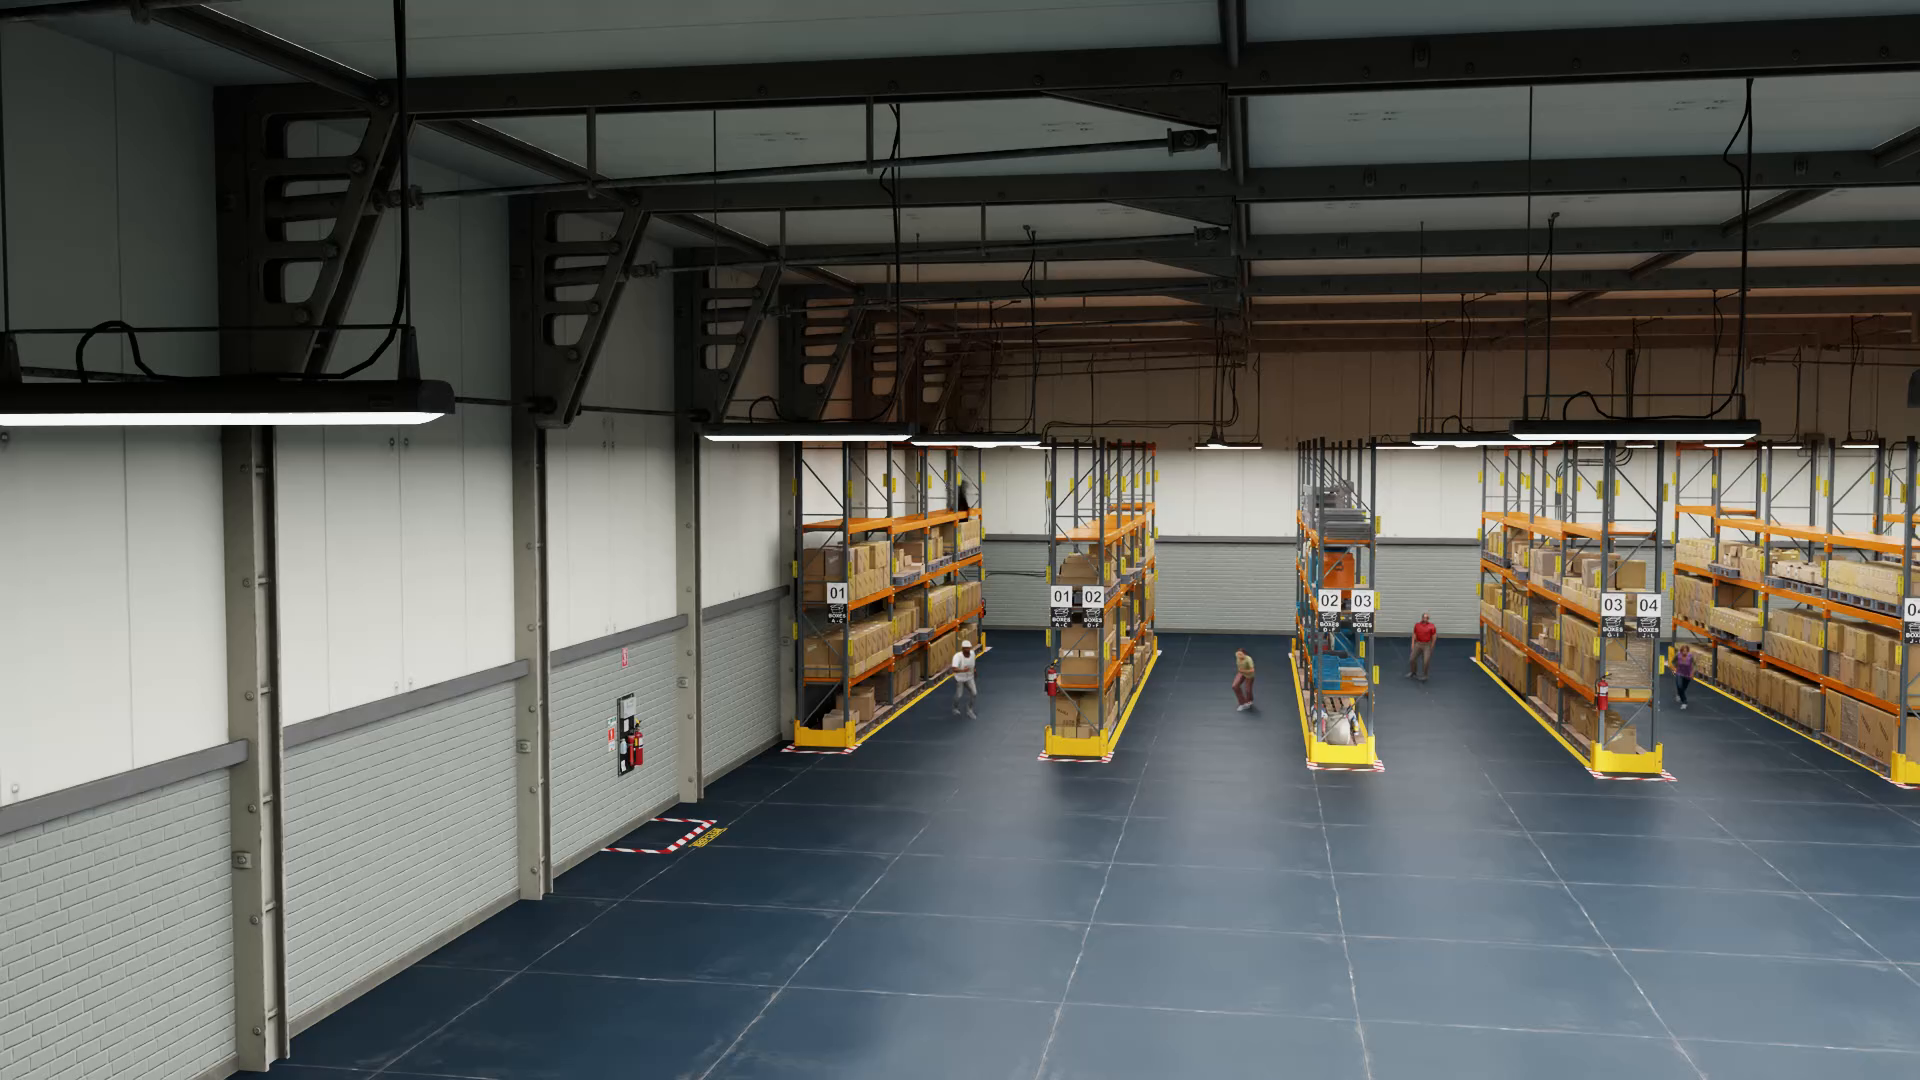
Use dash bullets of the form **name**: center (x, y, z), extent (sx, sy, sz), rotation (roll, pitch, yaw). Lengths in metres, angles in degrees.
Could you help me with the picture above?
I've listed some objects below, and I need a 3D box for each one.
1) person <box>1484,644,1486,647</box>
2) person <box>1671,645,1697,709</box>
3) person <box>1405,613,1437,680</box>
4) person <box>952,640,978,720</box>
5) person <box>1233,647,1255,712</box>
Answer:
- **person**: center (15.218, 2.397, 46.842), extent (0.741, 1.724, 0.904), rotation (-2, 3, -29)
- **person**: center (16.215, 3.034, 37.268), extent (0.539, 1.450, 0.952), rotation (1, 3, 20)
- **person**: center (11.539, 2.667, 41.686), extent (0.795, 1.697, 0.573), rotation (2, 3, 28)
- **person**: center (0.107, 2.987, 35.601), extent (0.717, 1.722, 0.990), rotation (-1, 3, -24)
- **person**: center (6.378, 3.057, 36.928), extent (0.568, 1.449, 1.104), rotation (2, 4, 33)
